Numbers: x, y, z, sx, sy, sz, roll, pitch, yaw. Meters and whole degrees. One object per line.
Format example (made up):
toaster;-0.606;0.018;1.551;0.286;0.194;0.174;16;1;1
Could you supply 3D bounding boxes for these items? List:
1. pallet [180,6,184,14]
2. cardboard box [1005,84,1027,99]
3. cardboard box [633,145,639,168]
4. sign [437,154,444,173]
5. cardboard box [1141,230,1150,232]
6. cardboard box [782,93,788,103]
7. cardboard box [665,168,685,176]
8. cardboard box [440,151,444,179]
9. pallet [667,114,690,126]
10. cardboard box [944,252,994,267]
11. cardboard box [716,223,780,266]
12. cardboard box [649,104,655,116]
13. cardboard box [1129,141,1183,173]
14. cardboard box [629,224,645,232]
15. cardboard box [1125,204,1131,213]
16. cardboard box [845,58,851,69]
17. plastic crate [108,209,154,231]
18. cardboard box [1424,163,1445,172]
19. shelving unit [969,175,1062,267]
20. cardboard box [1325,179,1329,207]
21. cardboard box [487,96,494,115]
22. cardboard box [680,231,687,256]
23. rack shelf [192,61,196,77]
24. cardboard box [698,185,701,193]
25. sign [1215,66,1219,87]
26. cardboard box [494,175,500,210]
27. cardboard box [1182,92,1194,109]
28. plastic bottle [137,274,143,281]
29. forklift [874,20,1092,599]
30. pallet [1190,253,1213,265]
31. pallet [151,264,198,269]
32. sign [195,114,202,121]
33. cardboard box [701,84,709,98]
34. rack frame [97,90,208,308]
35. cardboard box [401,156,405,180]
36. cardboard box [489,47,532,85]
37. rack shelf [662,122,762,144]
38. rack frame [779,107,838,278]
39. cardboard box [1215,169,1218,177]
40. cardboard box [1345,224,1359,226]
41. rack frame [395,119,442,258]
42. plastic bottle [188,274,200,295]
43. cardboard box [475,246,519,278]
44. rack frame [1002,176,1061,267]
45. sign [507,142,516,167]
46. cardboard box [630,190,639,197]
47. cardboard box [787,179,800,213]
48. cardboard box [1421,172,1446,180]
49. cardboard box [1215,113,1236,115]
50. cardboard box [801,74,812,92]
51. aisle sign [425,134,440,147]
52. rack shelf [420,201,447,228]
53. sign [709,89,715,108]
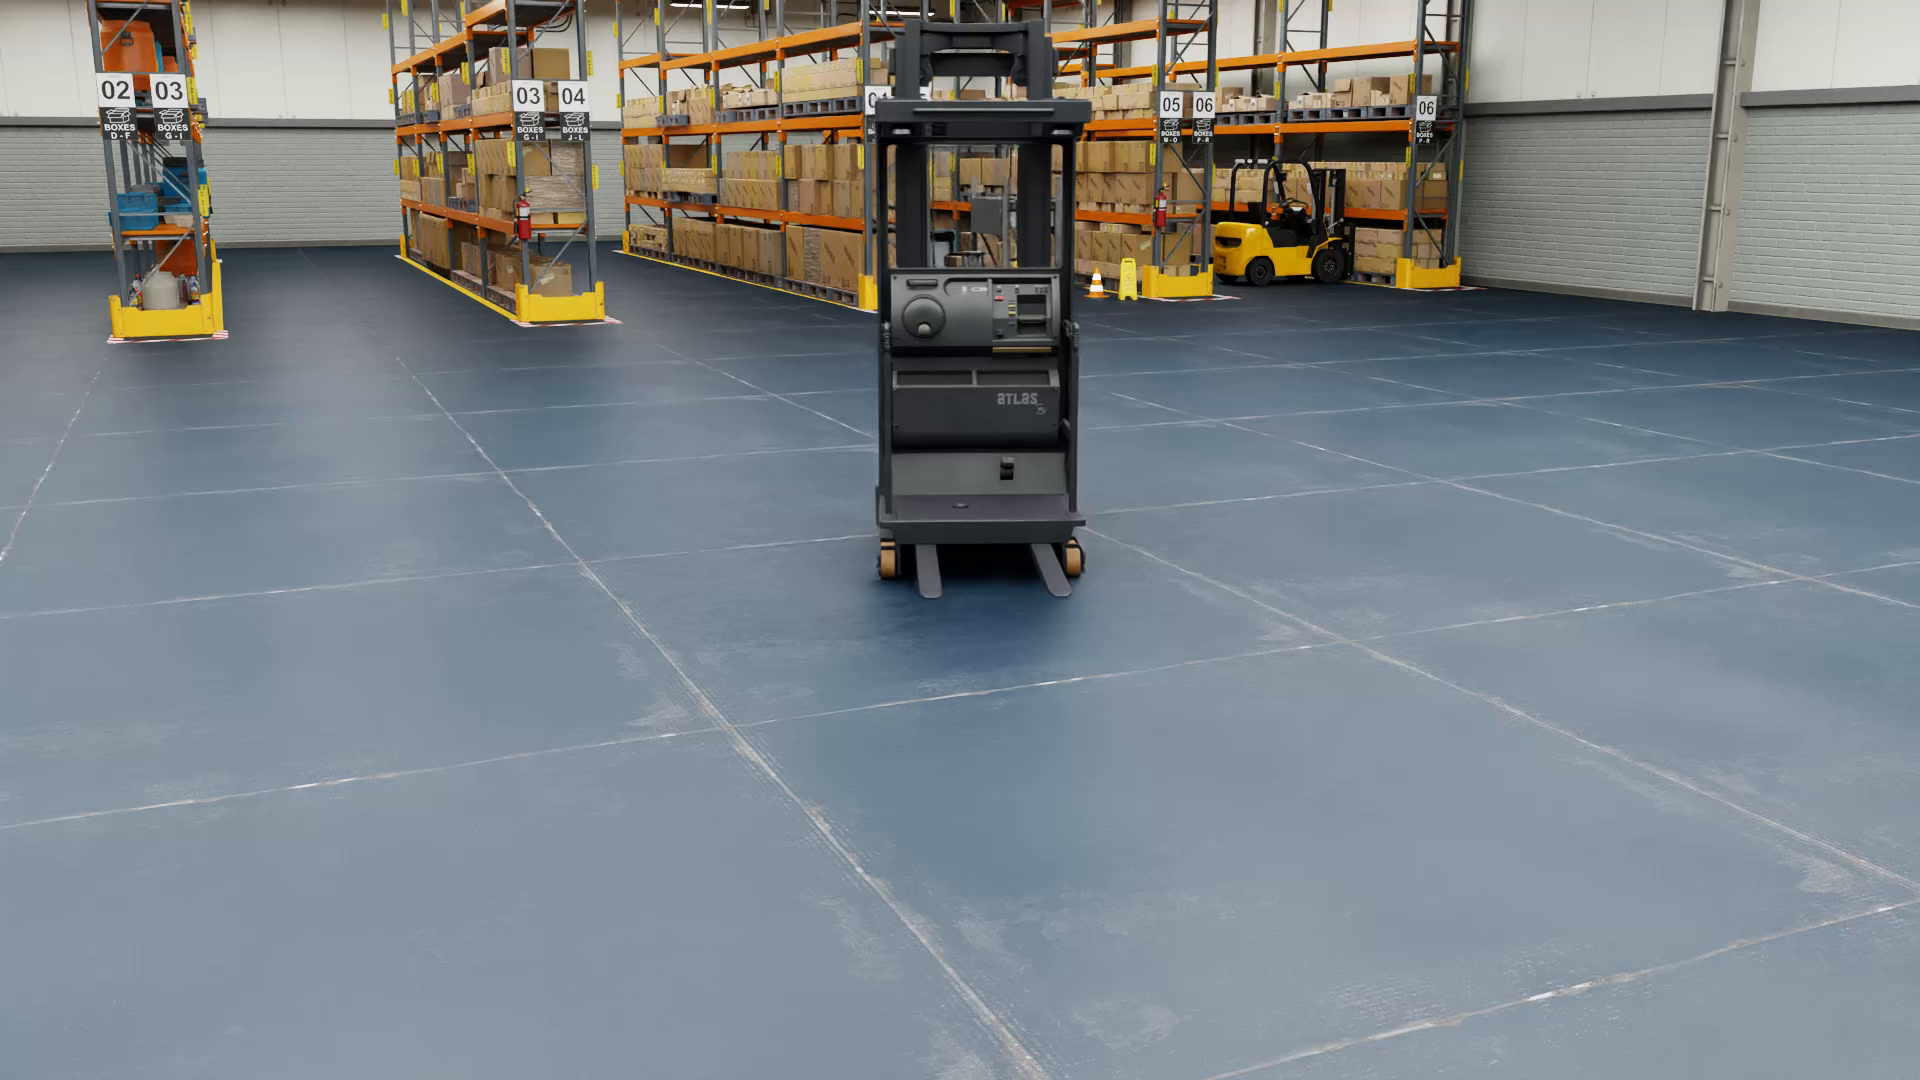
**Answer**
pallet;-10.813;-7.113;21.953;1.003;0.211;1.213;-6;14;-23
cardboard box;1.180;-8.394;31.124;0.500;0.250;0.500;-5;14;-22
cardboard box;-7.012;-8.602;37.286;0.500;0.500;0.500;-6;14;-24
sign;-9.232;-6.685;29.532;0.100;0.325;0.005;-6;14;-23
cardboard box;3.073;-5.052;28.551;0.500;0.500;0.500;-5;14;-22
cardboard box;-2.703;-7.258;27.331;0.380;0.149;0.250;-6;14;-24
cardboard box;-5.888;-7.617;34.434;0.380;0.149;0.250;-5;14;-21
cardboard box;-9.262;-6.996;30.999;0.797;0.503;0.637;-5;14;-22
pallet;-5.174;-8.444;33.464;1.213;0.211;1.003;-6;14;-23
cardboard box;0.154;-4.590;28.286;0.797;0.637;0.503;-6;14;-23
cardboard box;-3.978;-5.573;31.355;1.050;0.750;0.750;-6;14;-24
cardboard box;-6.358;-9.238;35.702;0.500;0.250;0.500;-6;14;-25
cardboard box;3.155;-6.180;26.821;0.700;0.500;0.500;-6;14;-24
cardboard box;-7.446;-7.218;38.475;0.380;0.149;0.250;-6;14;-26
cardboard box;2.928;-5.446;27.307;0.380;0.149;0.250;-6;14;-24
cardboard box;-1.480;-7.017;24.519;0.380;0.149;0.250;-6;14;-23
plastic crate;-10.533;-4.075;21.154;0.499;0.251;0.616;-6;14;-23
cardboard box;8.168;-6.461;28.814;0.380;0.149;0.250;-6;14;-24
shelving unit;0.351;-1.300;10.829;0.431;2.100;0.503;-6;14;-23
cardboard box;6.870;-6.412;30.700;0.500;0.500;0.500;-6;14;-24
cardboard box;-6.553;-6.296;24.103;0.500;0.250;0.500;-6;14;-24
cardboard box;-5.476;-6.126;34.298;0.500;0.500;0.500;-5;14;-20
rack shelf;-15.667;-9.341;32.755;1.077;0.370;4.000;-6;14;-23
cardboard box;-4.856;-6.792;32.192;0.380;0.149;0.250;-6;14;-23
sign;4.057;-7.350;26.383;0.100;0.325;0.005;-6;14;-23
cardboard box;-6.376;-5.132;24.511;0.875;0.500;0.500;-6;14;-23
cardboard box;3.603;-7.075;26.806;0.500;0.250;0.500;-6;14;-24
plastic bottle;-11.718;-3.617;23.745;0.144;0.351;0.185;-5;14;-21
forklift;0.097;-1.287;8.932;1.130;2.935;3.031;-1;13;-3
pallet;5.196;-5.983;35.254;1.003;0.211;1.213;-6;14;-23
pallet;-14.595;-5.029;31.129;1.003;0.211;1.213;-6;14;-23
sign;-12.762;-7.185;27.844;0.100;0.325;0.005;-6;14;-23
cardboard box;-4.759;-8.646;32.003;0.396;0.266;0.258;-6;14;-23
rack frame;-10.059;-4.071;20.808;1.000;3.000;0.127;-6;14;-23
cardboard box;-11.784;-8.034;35.942;0.500;0.500;0.500;-6;14;-24
cardboard box;-6.373;-6.714;23.586;0.500;0.500;0.500;-6;14;-23
rack shelf;-4.941;-8.123;33.256;1.077;0.370;4.000;-6;14;-23
rack frame;-2.538;-5.772;28.157;1.000;3.000;0.127;-6;14;-23
cardboard box;5.286;-7.522;34.058;0.380;0.149;0.250;-5;14;-22
cardboard box;7.285;-5.748;31.002;0.500;0.250;0.500;-6;14;-23
rack frame;-11.930;-7.824;37.023;1.000;3.000;0.127;-6;14;-23
plastic bottle;-10.933;-3.608;23.705;0.144;0.351;0.185;-6;14;-23
cardboard box;-7.747;-4.686;28.032;0.700;0.500;0.500;-7;15;-28
rack frame;0.447;-1.249;10.610;0.400;2.100;0.015;-6;14;-23
sign;-6.037;-5.191;22.376;0.100;0.325;0.005;-6;14;-23
cardboard box;-7.316;-7.923;38.008;0.380;0.149;0.250;-6;14;-25
cardboard box;-2.379;-5.770;27.815;0.875;0.550;0.550;-6;14;-23
cardboard box;8.208;-6.321;28.868;0.380;0.149;0.250;-6;14;-24
cardboard box;5.427;-9.031;34.763;0.500;0.250;0.500;-6;14;-23
cardboard box;-2.192;-7.224;26.297;0.500;0.250;0.500;-6;14;-24
aisle sign;-11.684;-9.133;36.911;0.394;0.787;0.004;-6;14;-23
rack shelf;-9.526;-6.234;31.748;1.077;0.370;4.000;-6;14;-23
sign;-4.638;-8.263;31.121;0.100;0.325;0.005;-6;14;-23
